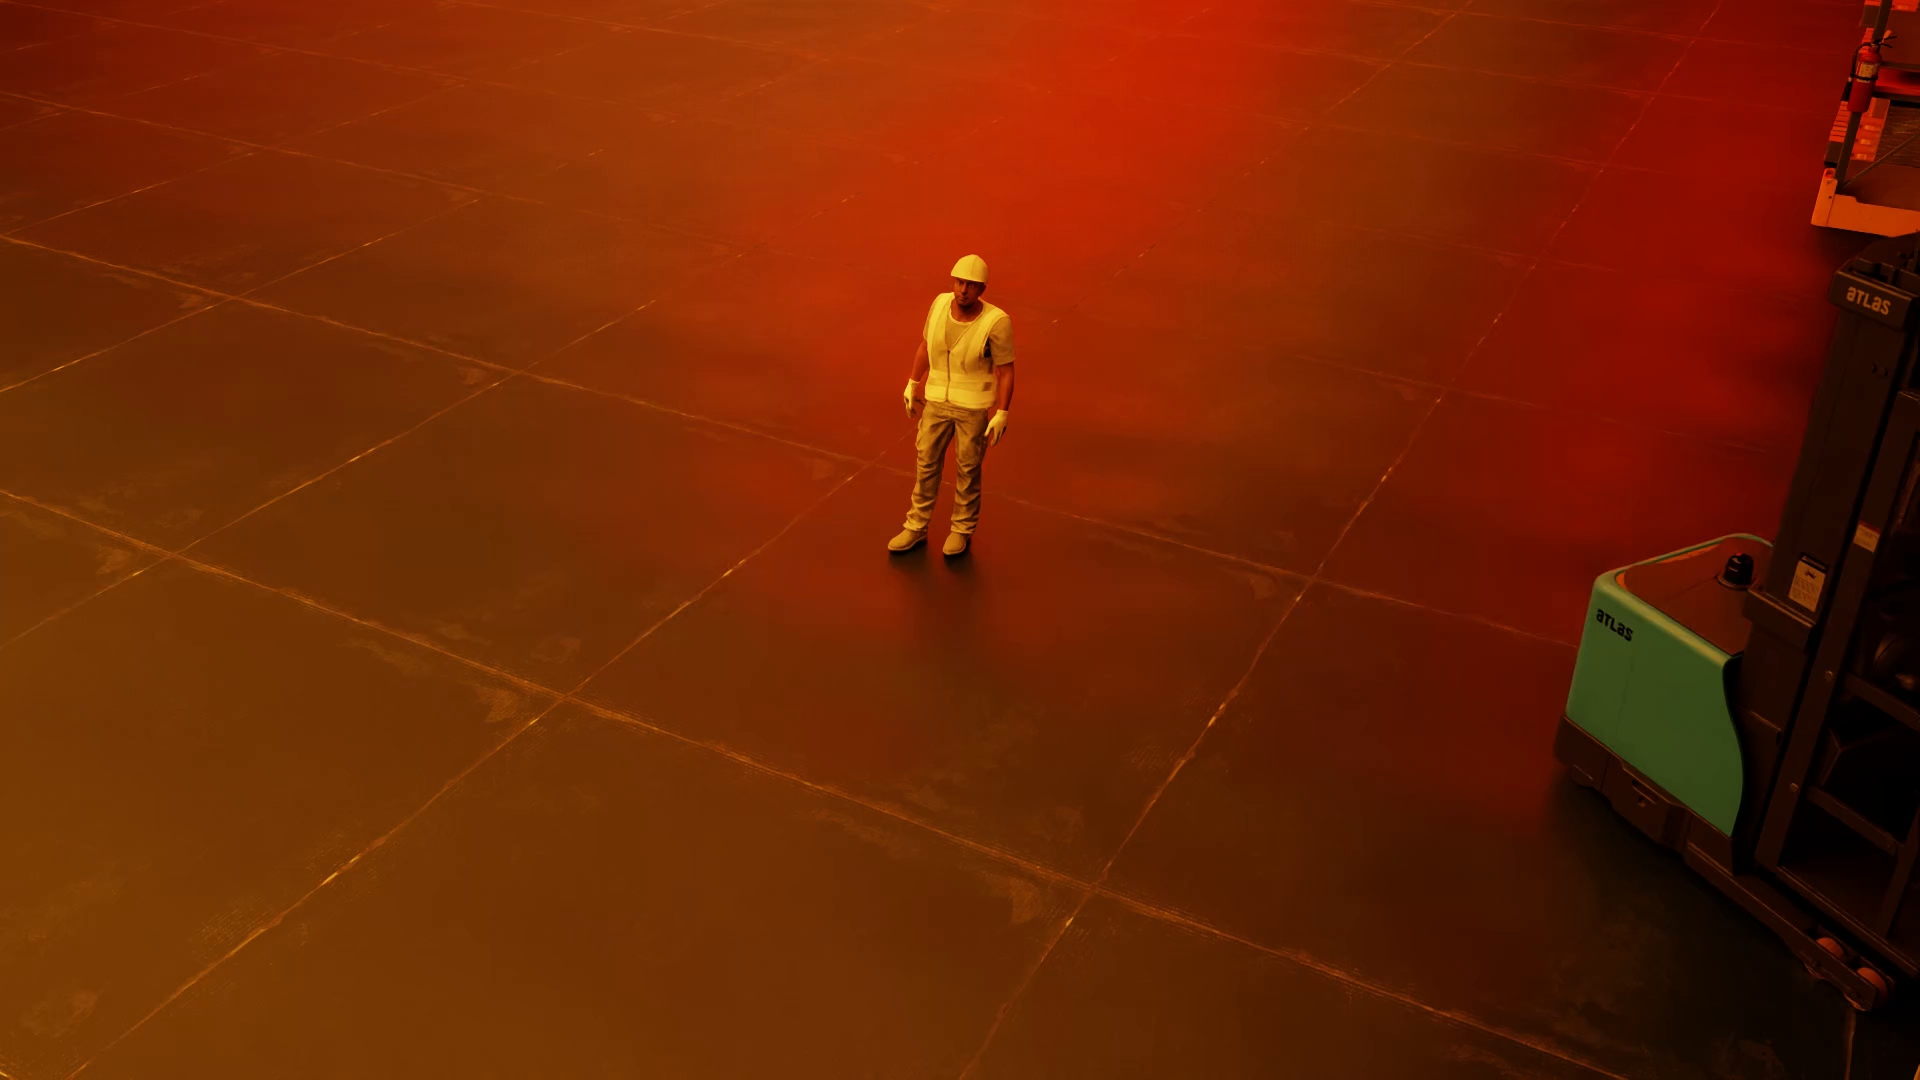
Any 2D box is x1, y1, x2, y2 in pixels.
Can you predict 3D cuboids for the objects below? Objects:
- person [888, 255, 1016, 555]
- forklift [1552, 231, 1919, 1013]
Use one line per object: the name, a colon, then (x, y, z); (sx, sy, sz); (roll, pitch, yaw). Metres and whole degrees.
person: (-0.043, -0.750, 9.503); (0.656, 1.782, 0.577); (15, 33, 25)
forklift: (3.975, 0.374, 6.422); (1.130, 2.935, 3.031); (-14, 33, -22)
